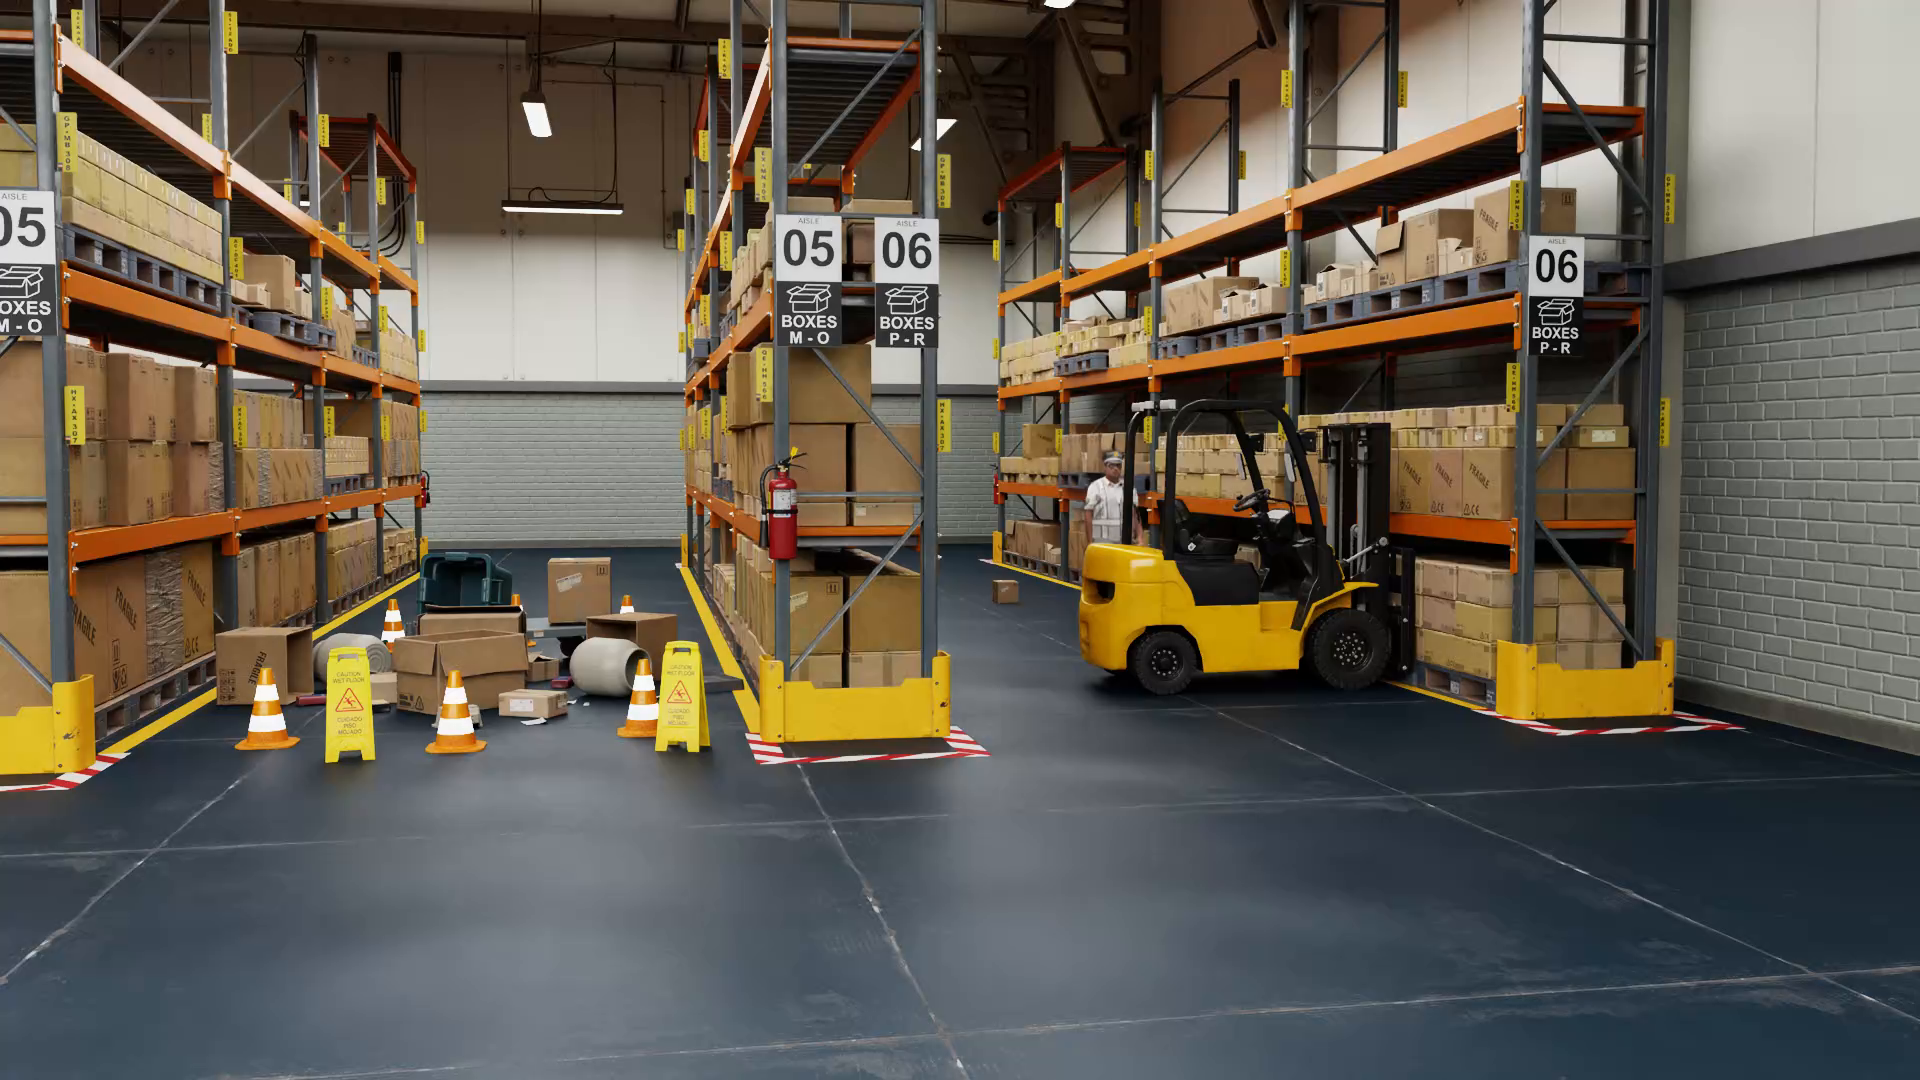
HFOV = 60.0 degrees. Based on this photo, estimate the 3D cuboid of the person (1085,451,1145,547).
[{"bbox_3d":[1.550,0.043,16.441,0.538,1.848,0.598,-1,3,-20],"label":"person"}]
